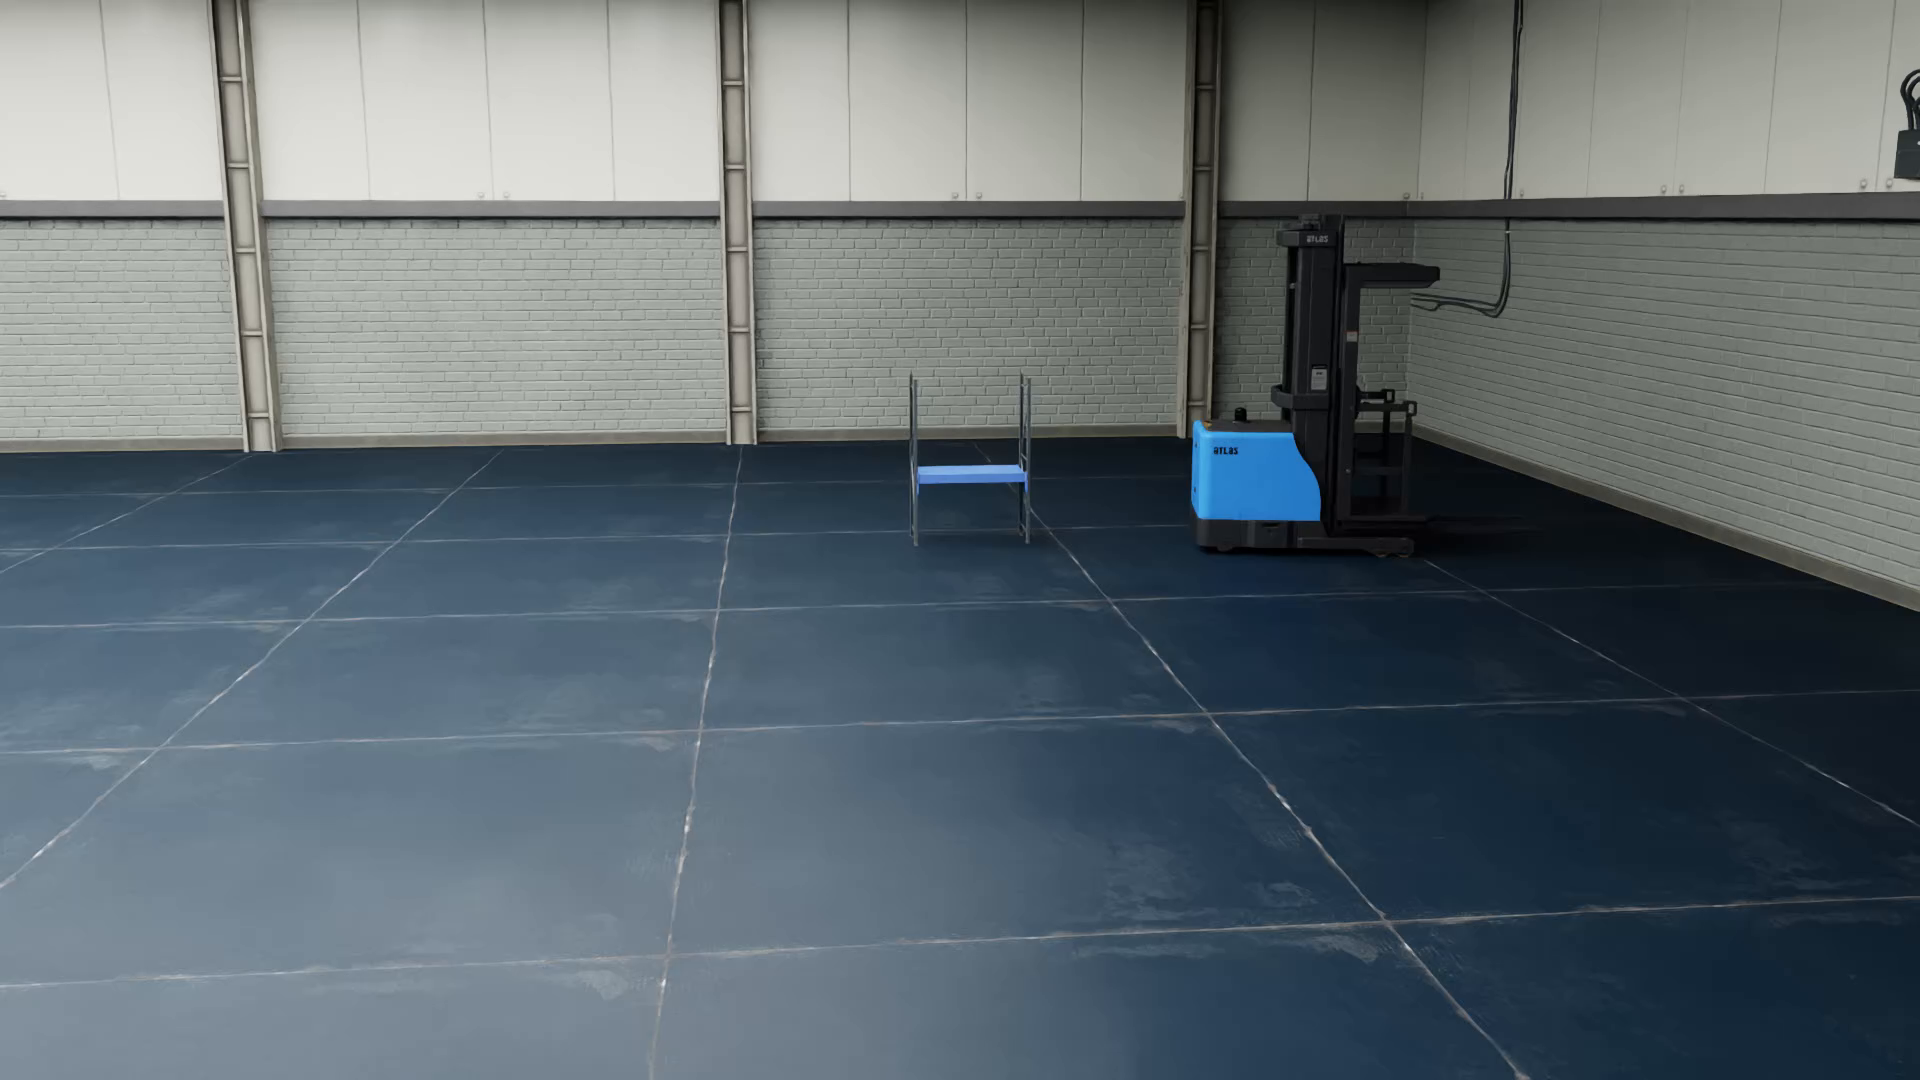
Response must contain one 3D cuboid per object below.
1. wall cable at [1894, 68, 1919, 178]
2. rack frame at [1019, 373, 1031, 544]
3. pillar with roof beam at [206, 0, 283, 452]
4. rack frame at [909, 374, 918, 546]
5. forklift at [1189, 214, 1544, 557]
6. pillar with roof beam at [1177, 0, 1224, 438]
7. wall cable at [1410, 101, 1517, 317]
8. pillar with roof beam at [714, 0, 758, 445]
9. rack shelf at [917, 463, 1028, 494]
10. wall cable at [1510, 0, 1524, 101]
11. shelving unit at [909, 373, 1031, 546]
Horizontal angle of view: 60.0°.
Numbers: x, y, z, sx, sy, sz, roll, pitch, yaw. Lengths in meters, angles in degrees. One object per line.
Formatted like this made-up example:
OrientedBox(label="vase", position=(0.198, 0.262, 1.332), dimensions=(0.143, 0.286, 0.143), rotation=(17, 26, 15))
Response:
OrientedBox(label="wall cable", position=(7.210, -5.456, 10.859), dimensions=(0.169, 6.003, 2.305), rotation=(-1, 11, -6))
OrientedBox(label="rack frame", position=(0.590, -0.748, 15.168), dimensions=(0.032, 1.500, 0.500), rotation=(-1, 11, -6))
OrientedBox(label="pillar with roof beam", position=(-8.335, -4.725, 15.957), dimensions=(0.400, 9.000, 9.100), rotation=(-1, 11, -6))
OrientedBox(label="rack frame", position=(-0.421, -0.727, 15.061), dimensions=(0.032, 1.500, 0.500), rotation=(-1, 11, -6))
OrientedBox(label="forklift", position=(3.623, -1.393, 14.738), dimensions=(3.031, 2.935, 1.130), rotation=(1, 11, 4))
OrientedBox(label="pillar with roof beam", position=(3.594, -4.975, 17.228), dimensions=(0.400, 9.000, 9.100), rotation=(-1, 11, -6))
OrientedBox(label="wall cable", position=(6.201, -4.085, 20.749), dimensions=(0.112, 2.526, 3.097), rotation=(-1, 11, -6))
OrientedBox(label="pillar with roof beam", position=(-2.371, -4.850, 16.592), dimensions=(0.400, 9.000, 9.100), rotation=(-1, 11, -6))
OrientedBox(label="rack shelf", position=(0.085, -0.561, 15.149), dimensions=(1.000, 0.185, 0.538), rotation=(-1, 11, -6))
OrientedBox(label="wall cable", position=(6.493, -6.044, 17.623), dimensions=(0.112, 2.526, 3.097), rotation=(-1, 11, -6))
OrientedBox(label="shelving unit", position=(0.085, -0.738, 15.114), dimensions=(1.048, 1.500, 0.538), rotation=(-1, 11, -6))
